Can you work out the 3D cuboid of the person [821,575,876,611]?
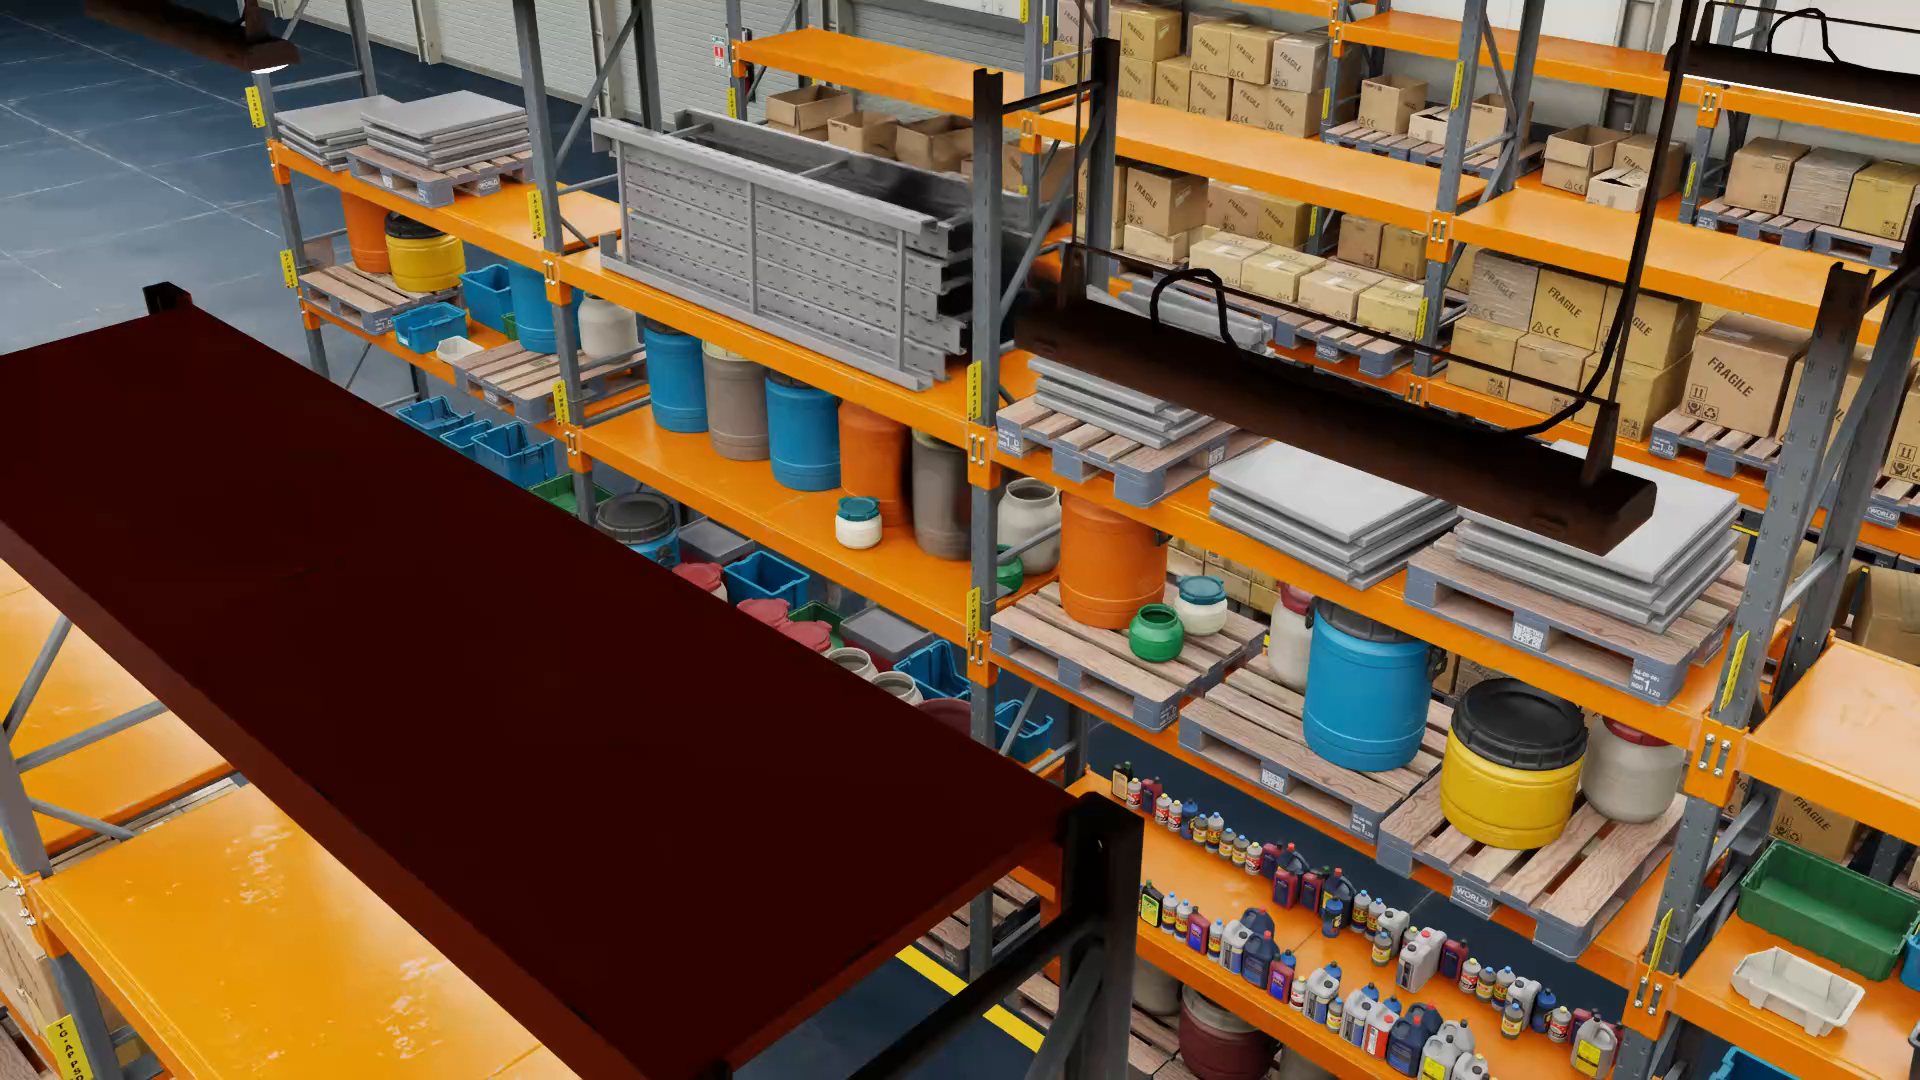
[{"bbox_3d":[-0.958,0.013,13.796,0.739,1.863,0.664,21,35,32],"label":"person"}]
